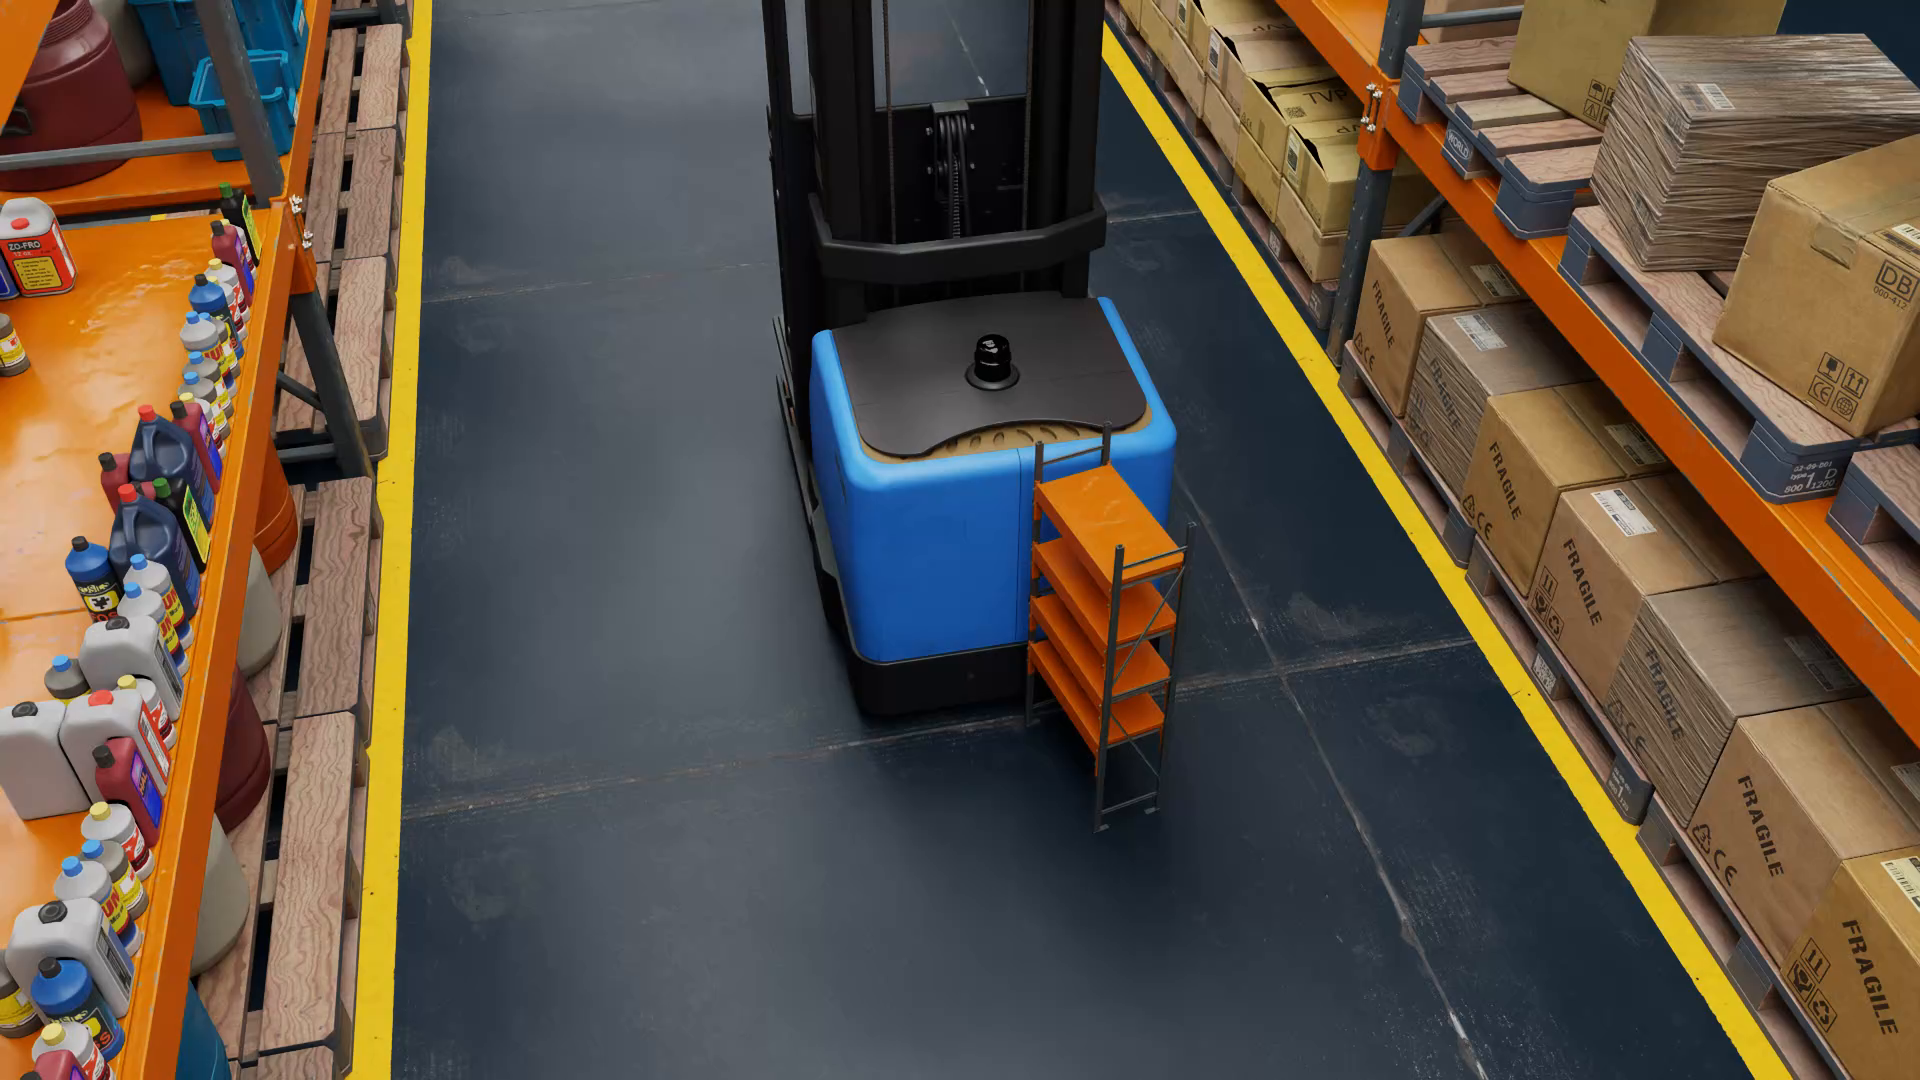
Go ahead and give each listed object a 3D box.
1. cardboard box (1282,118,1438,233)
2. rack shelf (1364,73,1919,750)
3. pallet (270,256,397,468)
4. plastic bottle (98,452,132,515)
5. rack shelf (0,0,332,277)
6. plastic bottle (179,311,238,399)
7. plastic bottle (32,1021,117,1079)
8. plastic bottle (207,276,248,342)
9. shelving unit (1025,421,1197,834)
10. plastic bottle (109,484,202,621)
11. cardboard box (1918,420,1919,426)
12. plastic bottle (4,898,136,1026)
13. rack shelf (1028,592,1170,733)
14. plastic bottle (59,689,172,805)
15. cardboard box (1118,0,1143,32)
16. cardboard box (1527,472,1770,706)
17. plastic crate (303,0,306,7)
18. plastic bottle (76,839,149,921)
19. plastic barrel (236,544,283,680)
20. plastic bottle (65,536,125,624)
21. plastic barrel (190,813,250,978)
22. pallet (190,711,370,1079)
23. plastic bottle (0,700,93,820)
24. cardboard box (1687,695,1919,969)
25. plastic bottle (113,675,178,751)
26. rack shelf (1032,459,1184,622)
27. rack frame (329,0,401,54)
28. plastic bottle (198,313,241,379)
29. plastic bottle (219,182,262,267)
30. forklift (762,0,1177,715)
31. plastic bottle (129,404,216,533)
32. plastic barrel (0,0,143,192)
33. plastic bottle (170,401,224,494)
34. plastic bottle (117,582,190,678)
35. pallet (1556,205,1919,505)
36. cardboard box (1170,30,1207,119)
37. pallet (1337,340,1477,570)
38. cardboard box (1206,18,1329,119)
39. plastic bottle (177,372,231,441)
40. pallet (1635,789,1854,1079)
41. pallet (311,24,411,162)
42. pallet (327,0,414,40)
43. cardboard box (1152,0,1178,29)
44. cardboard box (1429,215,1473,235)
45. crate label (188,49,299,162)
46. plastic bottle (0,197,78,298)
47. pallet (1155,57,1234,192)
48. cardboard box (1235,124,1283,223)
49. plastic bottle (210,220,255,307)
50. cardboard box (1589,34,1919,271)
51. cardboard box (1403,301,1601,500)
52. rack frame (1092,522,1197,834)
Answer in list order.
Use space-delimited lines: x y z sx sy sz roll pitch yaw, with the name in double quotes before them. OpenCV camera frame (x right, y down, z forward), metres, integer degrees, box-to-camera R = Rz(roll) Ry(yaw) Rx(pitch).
"cardboard box" 1.720 -1.600 7.126 0.500 0.311 0.500 -7 42 -8
"rack shelf" 2.505 -0.392 4.974 1.077 0.370 4.000 -8 42 -9
"pallet" -2.894 -0.715 6.897 1.003 0.211 1.213 -8 42 -9
"plastic bottle" -2.115 -0.124 4.218 0.061 0.283 0.133 -8 42 -9
"rack shelf" -3.196 -2.278 7.098 1.077 0.370 4.000 -8 42 -9
"plastic bottle" -2.120 -0.522 4.675 0.097 0.271 0.097 0 42 0
"plastic bottle" -1.635 0.959 3.059 0.097 0.201 0.097 0 42 0
"plastic bottle" -2.183 -0.685 4.912 0.097 0.201 0.097 0 42 0
"shelving unit" 0.427 0.288 5.022 0.258 1.200 0.503 -16 44 -18
"plastic bottle" -1.951 0.026 3.999 0.144 0.351 0.185 -8 42 -9
"cardboard box" 2.842 -0.335 3.976 0.700 0.500 0.500 -2 42 -2
"plastic bottle" -1.708 0.797 3.186 0.152 0.276 0.135 -8 42 -9
"rack shelf" 0.427 0.338 5.066 0.258 0.148 0.480 -16 44 -18
"plastic bottle" -1.829 0.434 3.595 0.152 0.276 0.135 -8 42 -9
"cardboard box" 1.164 -3.051 9.182 0.500 0.250 0.500 -7 42 -8
"cardboard box" 2.232 0.151 5.372 0.500 0.500 0.500 -10 43 -11
"plastic crate" -2.814 -2.365 6.607 0.402 0.464 0.583 -8 42 -9
"plastic bottle" -1.727 0.683 3.371 0.097 0.201 0.097 0 42 0
"plastic barrel" -2.433 0.191 5.333 0.421 0.512 0.421 0 42 0
"plastic bottle" -2.060 0.101 3.974 0.097 0.271 0.097 0 42 0
"plastic barrel" -2.189 0.923 4.508 0.421 0.512 0.421 0 42 0
"pallet" -2.294 1.087 4.867 1.003 0.211 1.213 -8 42 -9
"plastic bottle" -1.977 0.456 3.570 0.152 0.276 0.135 -8 42 -9
"cardboard box" 2.452 0.805 4.635 0.500 0.500 0.500 -8 42 -9
"plastic bottle" -1.827 0.383 3.709 0.097 0.201 0.097 0 42 0
"rack shelf" 0.427 -0.006 4.761 0.258 0.148 0.480 -16 44 -18
"rack frame" -3.628 -3.843 8.320 1.000 3.000 0.127 -8 42 -9
"plastic bottle" -2.141 -0.559 4.769 0.097 0.201 0.097 0 42 0
"plastic bottle" -2.260 -1.005 5.211 0.061 0.283 0.133 -8 42 -9
"forklift" -0.131 -1.505 5.738 1.130 2.935 3.031 -8 42 -9
"plastic bottle" -2.020 -0.181 4.231 0.144 0.351 0.185 -8 42 -9
"plastic barrel" -3.160 -1.558 5.644 0.600 0.536 0.708 -8 42 -9
"plastic bottle" -2.014 -0.265 4.376 0.061 0.283 0.133 -8 42 -9
"plastic bottle" -1.877 0.206 3.855 0.097 0.271 0.097 0 42 0
"pallet" 2.497 -0.626 4.840 1.003 0.211 1.213 -8 42 -9
"cardboard box" 1.387 -2.385 8.433 0.500 0.250 0.500 -8 42 -8
"pallet" 2.197 -0.425 6.570 1.003 0.211 1.213 -8 42 -9
"cardboard box" 1.495 -2.264 7.873 0.500 0.311 0.500 -9 42 -10
"plastic bottle" -2.078 -0.369 4.556 0.097 0.201 0.097 0 42 0
"pallet" 2.724 1.156 4.788 1.003 0.211 1.213 -8 42 -9
"pallet" -3.420 -2.297 8.678 1.003 0.211 1.213 -8 42 -9
"pallet" -3.732 -3.242 9.743 1.003 0.211 1.213 -8 42 -9
"cardboard box" 1.271 -2.925 8.618 0.500 0.311 0.500 -10 43 -11
"cardboard box" 2.247 -1.468 7.399 0.500 0.250 0.500 -8 42 -9
"crate label" -2.489 -1.514 5.823 0.303 0.233 0.416 -8 42 -9
"plastic bottle" -2.838 -0.899 5.096 0.152 0.276 0.135 -8 42 -9
"pallet" 1.674 -2.243 8.618 1.003 0.211 1.213 -8 42 -9
"cardboard box" 1.607 -1.726 7.690 0.500 0.250 0.500 -9 42 -10
"plastic bottle" -2.211 -0.856 5.043 0.061 0.283 0.133 -8 42 -9
"cardboard box" 2.330 -1.140 4.883 0.700 0.500 0.500 -1 42 -1
"cardboard box" 2.011 -0.513 6.120 0.500 0.500 0.500 -10 43 -11
"rack frame" 0.526 0.436 4.855 0.240 1.200 0.015 -16 44 -18
